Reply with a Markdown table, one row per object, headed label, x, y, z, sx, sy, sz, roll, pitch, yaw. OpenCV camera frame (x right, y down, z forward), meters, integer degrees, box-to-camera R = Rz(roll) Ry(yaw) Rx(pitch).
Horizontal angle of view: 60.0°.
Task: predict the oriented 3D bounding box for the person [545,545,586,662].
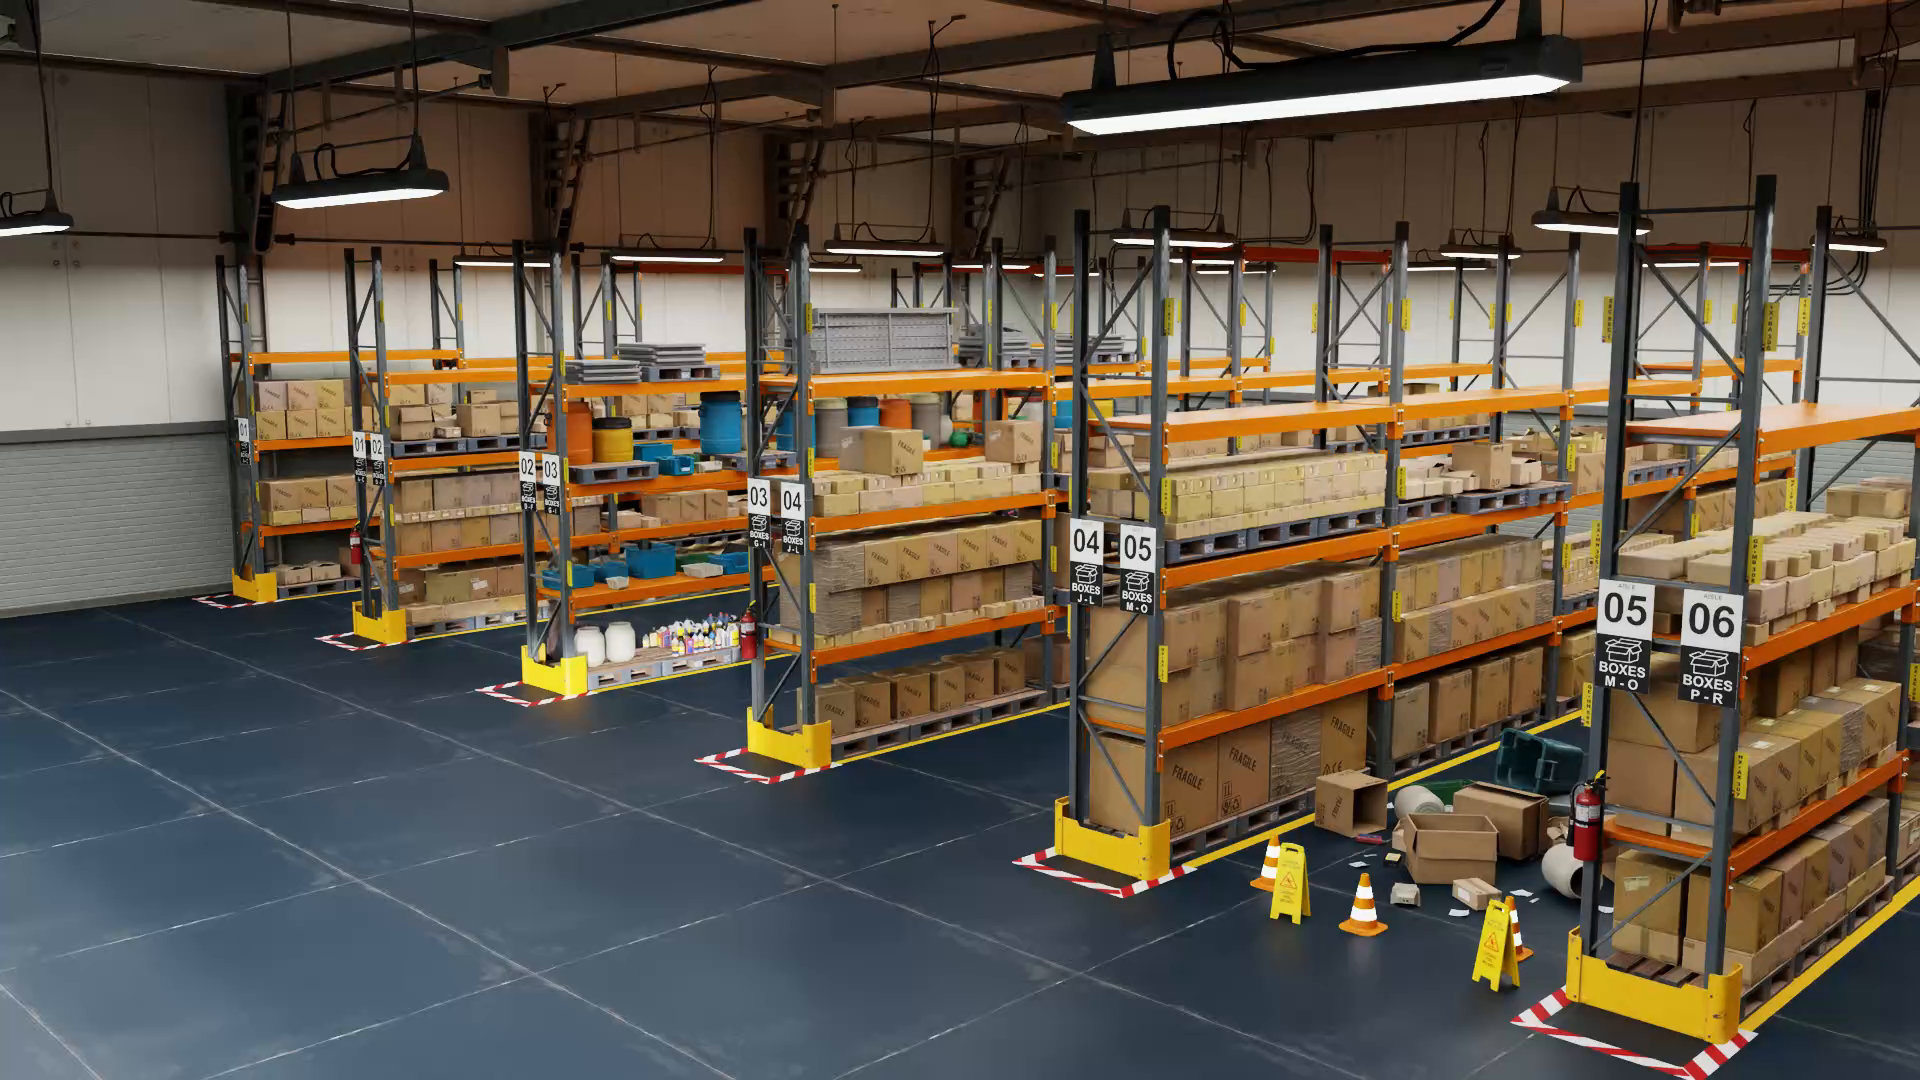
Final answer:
| label | x | y | z | sx | sy | sz | roll | pitch | yaw |
| --- | --- | --- | --- | --- | --- | --- | --- | --- | --- |
| person | -5.804 | 0.912 | 24.276 | 0.665 | 1.701 | 0.930 | 7 | 10 | 39 |

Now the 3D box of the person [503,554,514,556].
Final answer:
| label | x | y | z | sx | sy | sz | roll | pitch | yaw |
| --- | --- | --- | --- | --- | --- | --- | --- | --- | --- |
| person | -8.039 | 0.128 | 29.563 | 0.705 | 1.737 | 0.581 | 6 | 10 | 35 |
